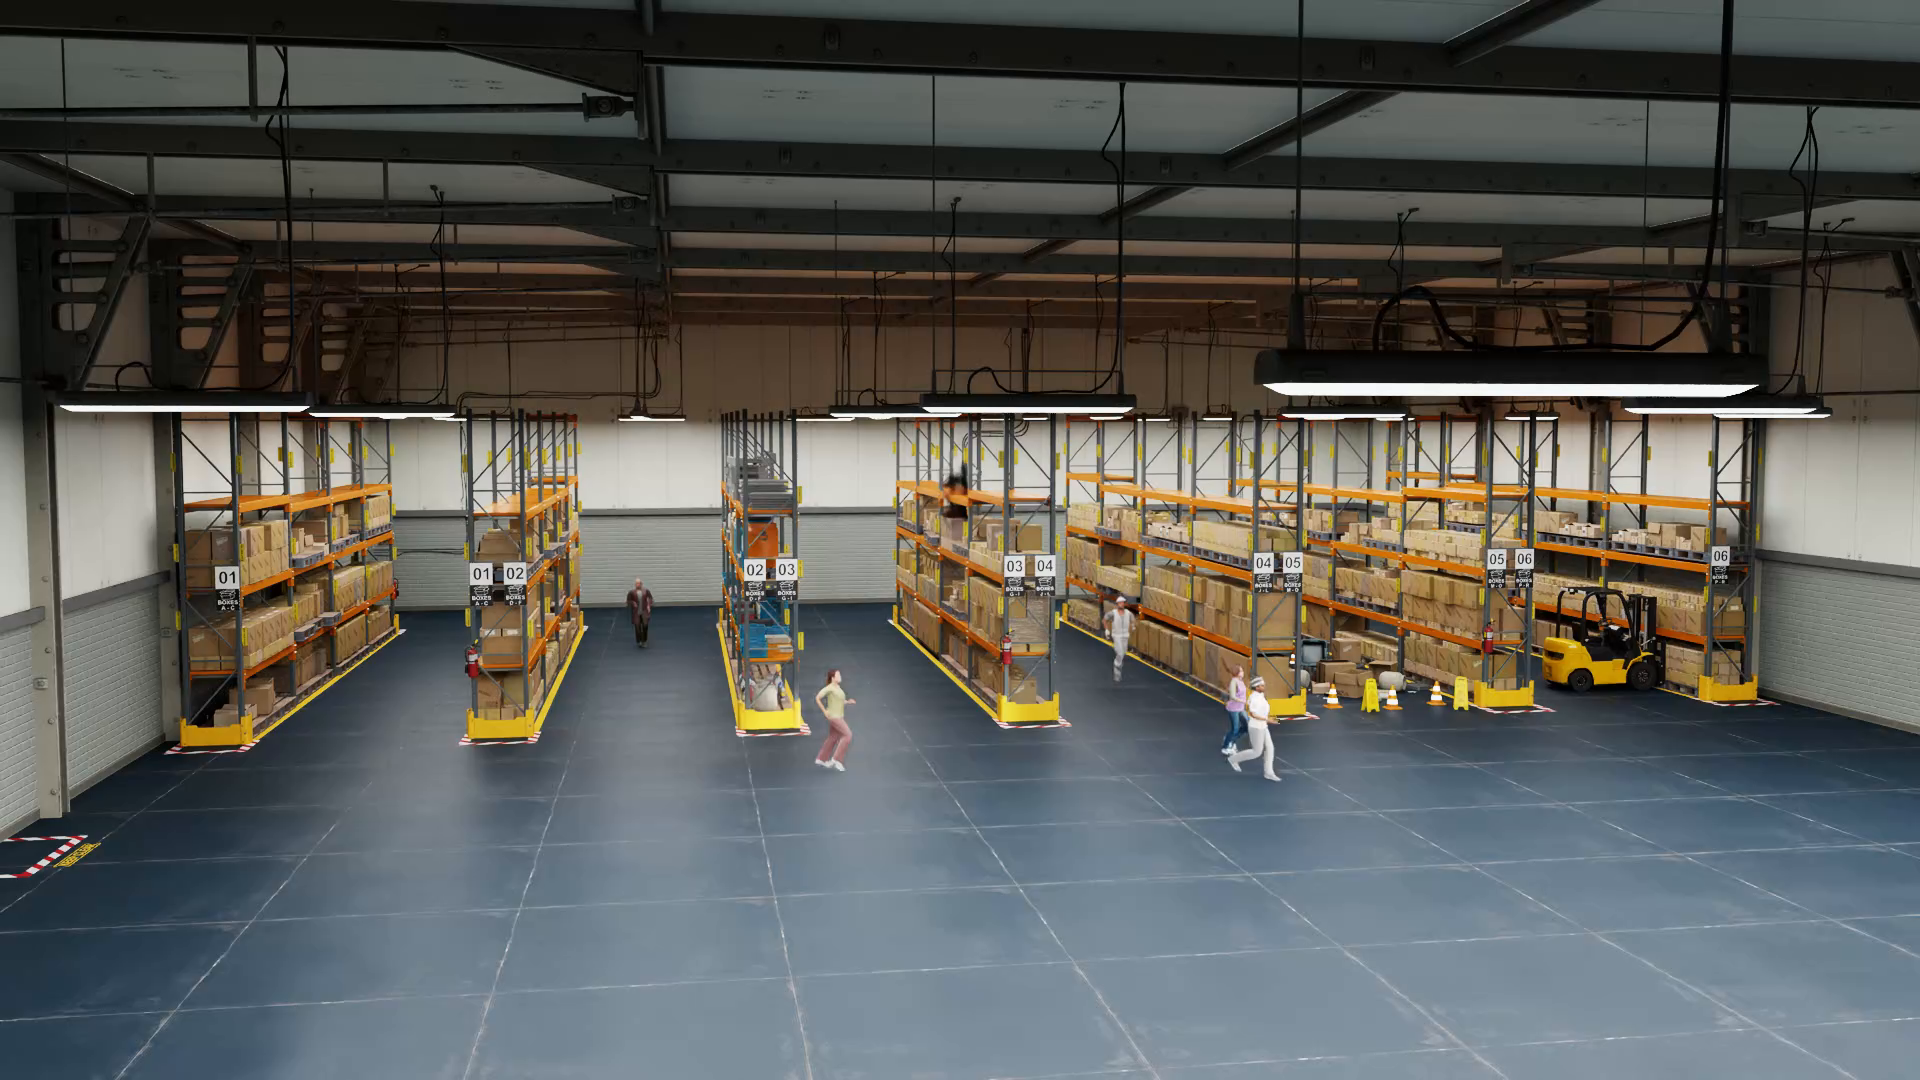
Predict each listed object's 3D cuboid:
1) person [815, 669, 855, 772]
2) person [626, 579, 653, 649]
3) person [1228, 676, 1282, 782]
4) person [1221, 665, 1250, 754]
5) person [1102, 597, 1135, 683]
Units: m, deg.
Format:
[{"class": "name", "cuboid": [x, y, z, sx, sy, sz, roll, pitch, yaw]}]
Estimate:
[{"class": "person", "cuboid": [-2.066, 2.971, 27.486, 0.701, 1.698, 0.548, 1, 4, 10]}, {"class": "person", "cuboid": [-8.155, 1.893, 42.396, 0.681, 1.796, 0.774, -1, 4, -14]}, {"class": "person", "cuboid": [4.755, 3.027, 26.746, 0.859, 1.700, 0.579, 1, 4, 19]}, {"class": "person", "cuboid": [4.805, 2.938, 28.676, 0.605, 1.540, 0.572, 2, 5, 32]}, {"class": "person", "cuboid": [3.440, 2.118, 35.450, 0.642, 1.815, 0.735, -1, 4, -20]}]
